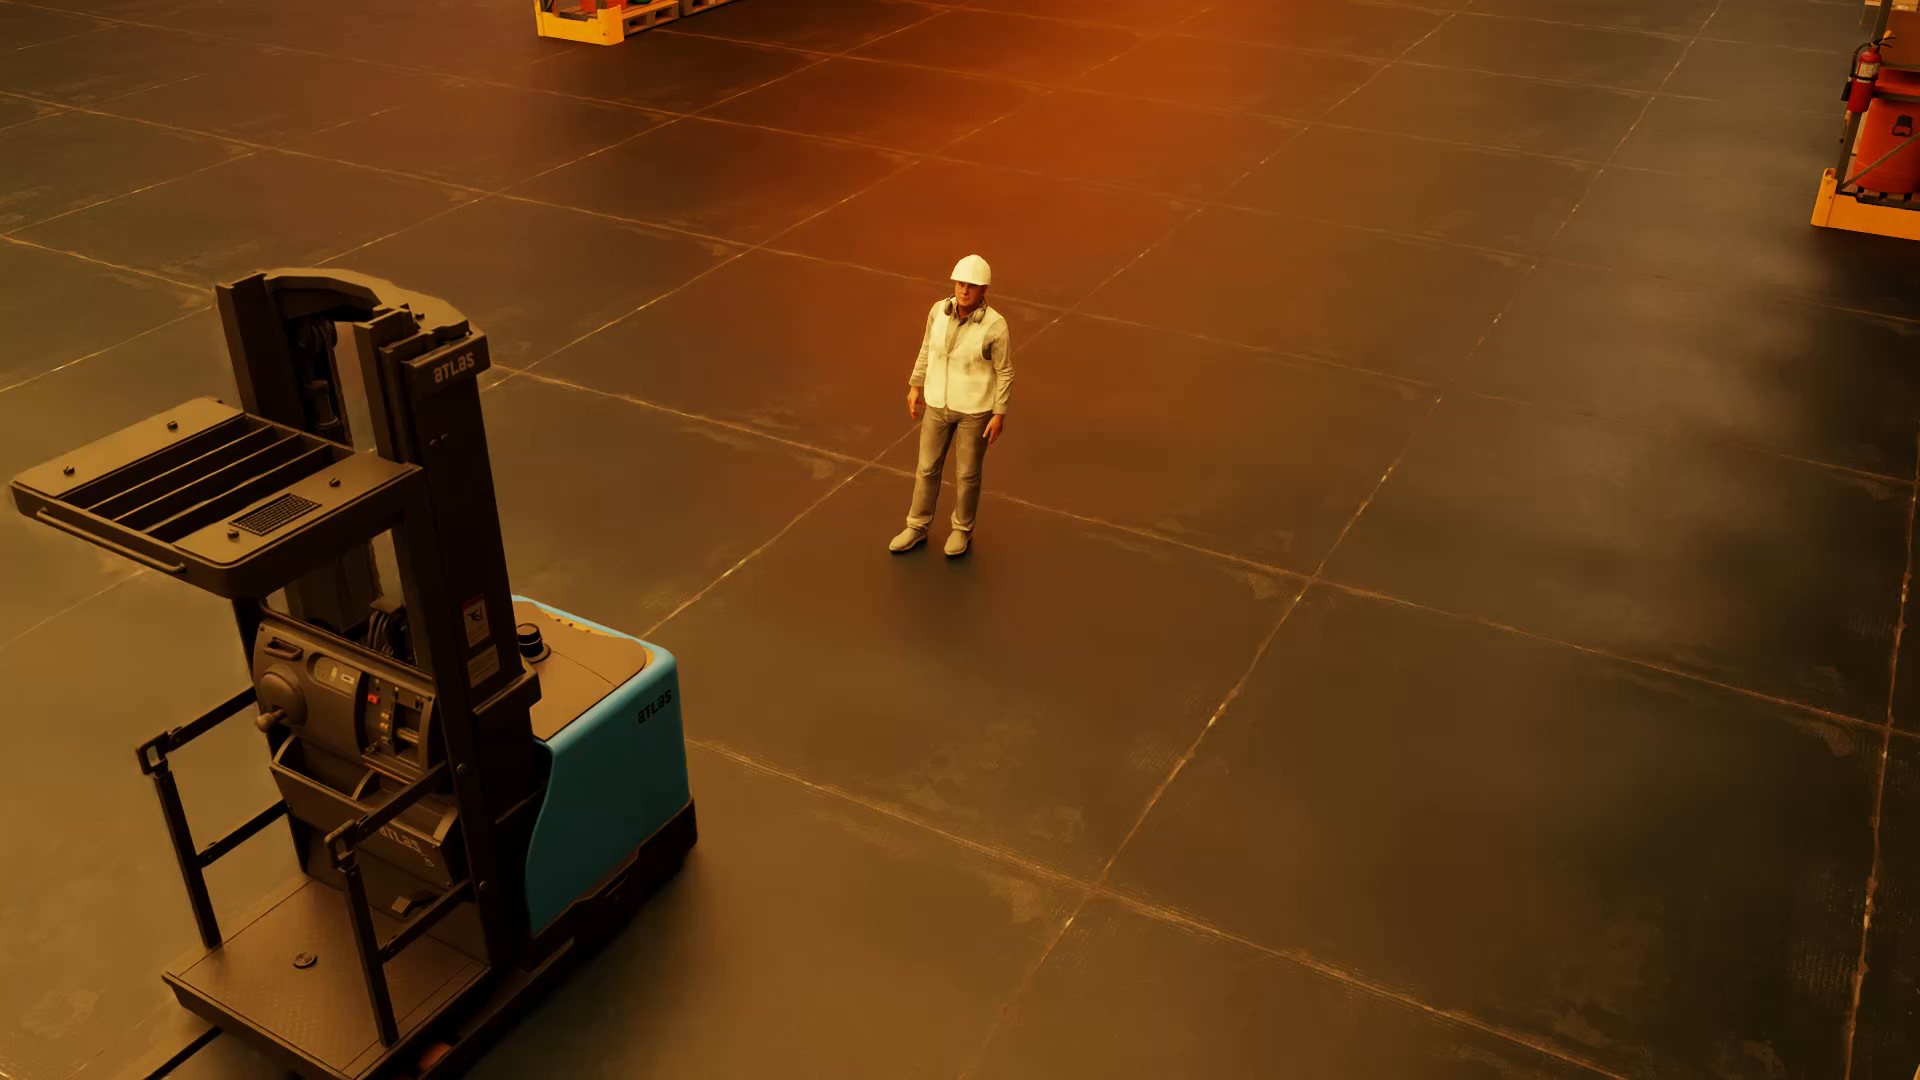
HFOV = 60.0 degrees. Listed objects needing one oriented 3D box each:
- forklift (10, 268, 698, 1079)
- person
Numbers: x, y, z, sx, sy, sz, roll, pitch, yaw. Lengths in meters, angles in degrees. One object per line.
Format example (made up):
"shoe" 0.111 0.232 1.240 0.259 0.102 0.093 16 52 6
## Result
"forklift" -2.376 0.642 5.959 1.130 2.935 3.031 17 34 26
"person" -0.037 -0.750 9.512 0.632 1.773 0.568 15 33 25
